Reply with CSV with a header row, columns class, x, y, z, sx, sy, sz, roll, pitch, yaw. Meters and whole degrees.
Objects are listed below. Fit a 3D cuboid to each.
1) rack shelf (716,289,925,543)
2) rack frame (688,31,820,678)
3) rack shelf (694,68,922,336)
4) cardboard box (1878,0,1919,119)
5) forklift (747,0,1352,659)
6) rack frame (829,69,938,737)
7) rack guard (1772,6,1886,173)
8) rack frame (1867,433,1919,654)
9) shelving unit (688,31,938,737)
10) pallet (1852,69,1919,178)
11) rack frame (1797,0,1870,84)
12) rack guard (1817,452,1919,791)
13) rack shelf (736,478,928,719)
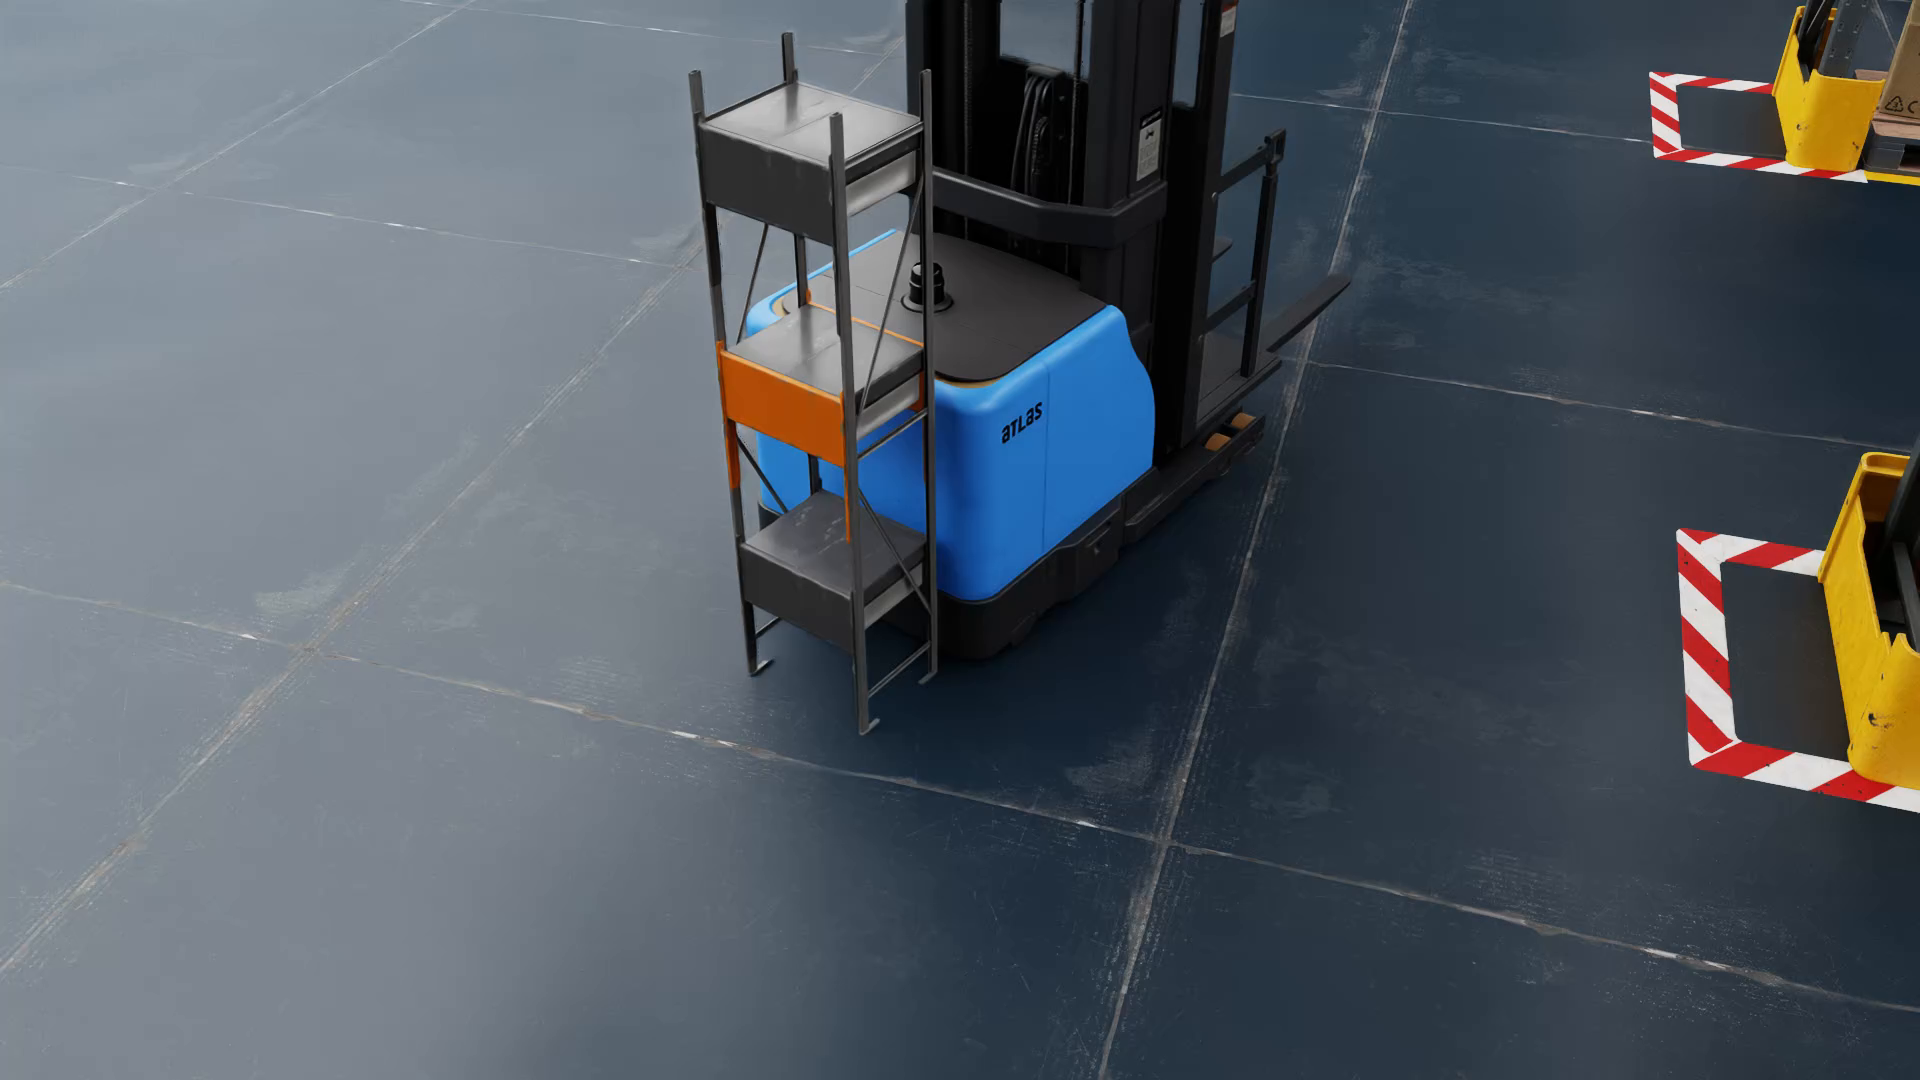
class,x,y,z,sx,sy,sz,roll,pitch,yaw
rack shelf,-0.396,-0.380,5.018,0.480,0.518,0.431,24,43,29
rack frame,-0.592,-0.478,5.128,0.015,2.100,0.400,24,43,29
rack shelf,-0.396,-0.944,4.603,0.480,0.518,0.431,24,43,29
cardboard box,5.337,-2.589,8.991,0.500,0.500,0.500,18,40,22
forklift,0.575,-1.595,5.945,1.130,2.935,3.031,25,43,29
rack frame,-0.201,-0.305,4.892,0.015,2.100,0.400,24,43,29
rack guard,4.818,-2.526,9.260,0.348,0.500,1.175,10,38,14
rack frame,3.170,-0.758,4.749,0.127,3.000,1.000,10,38,14
shelving unit,-0.396,-0.391,5.010,0.503,2.100,0.431,24,43,29
pallet,5.583,-2.246,9.124,1.213,0.211,1.003,10,38,14
rack frame,4.746,-3.546,8.538,0.127,3.000,1.000,10,38,14
rack guard,3.148,0.245,5.496,0.348,0.500,1.175,10,38,14
rack shelf,-0.396,0.184,5.433,0.480,0.518,0.431,24,43,29
